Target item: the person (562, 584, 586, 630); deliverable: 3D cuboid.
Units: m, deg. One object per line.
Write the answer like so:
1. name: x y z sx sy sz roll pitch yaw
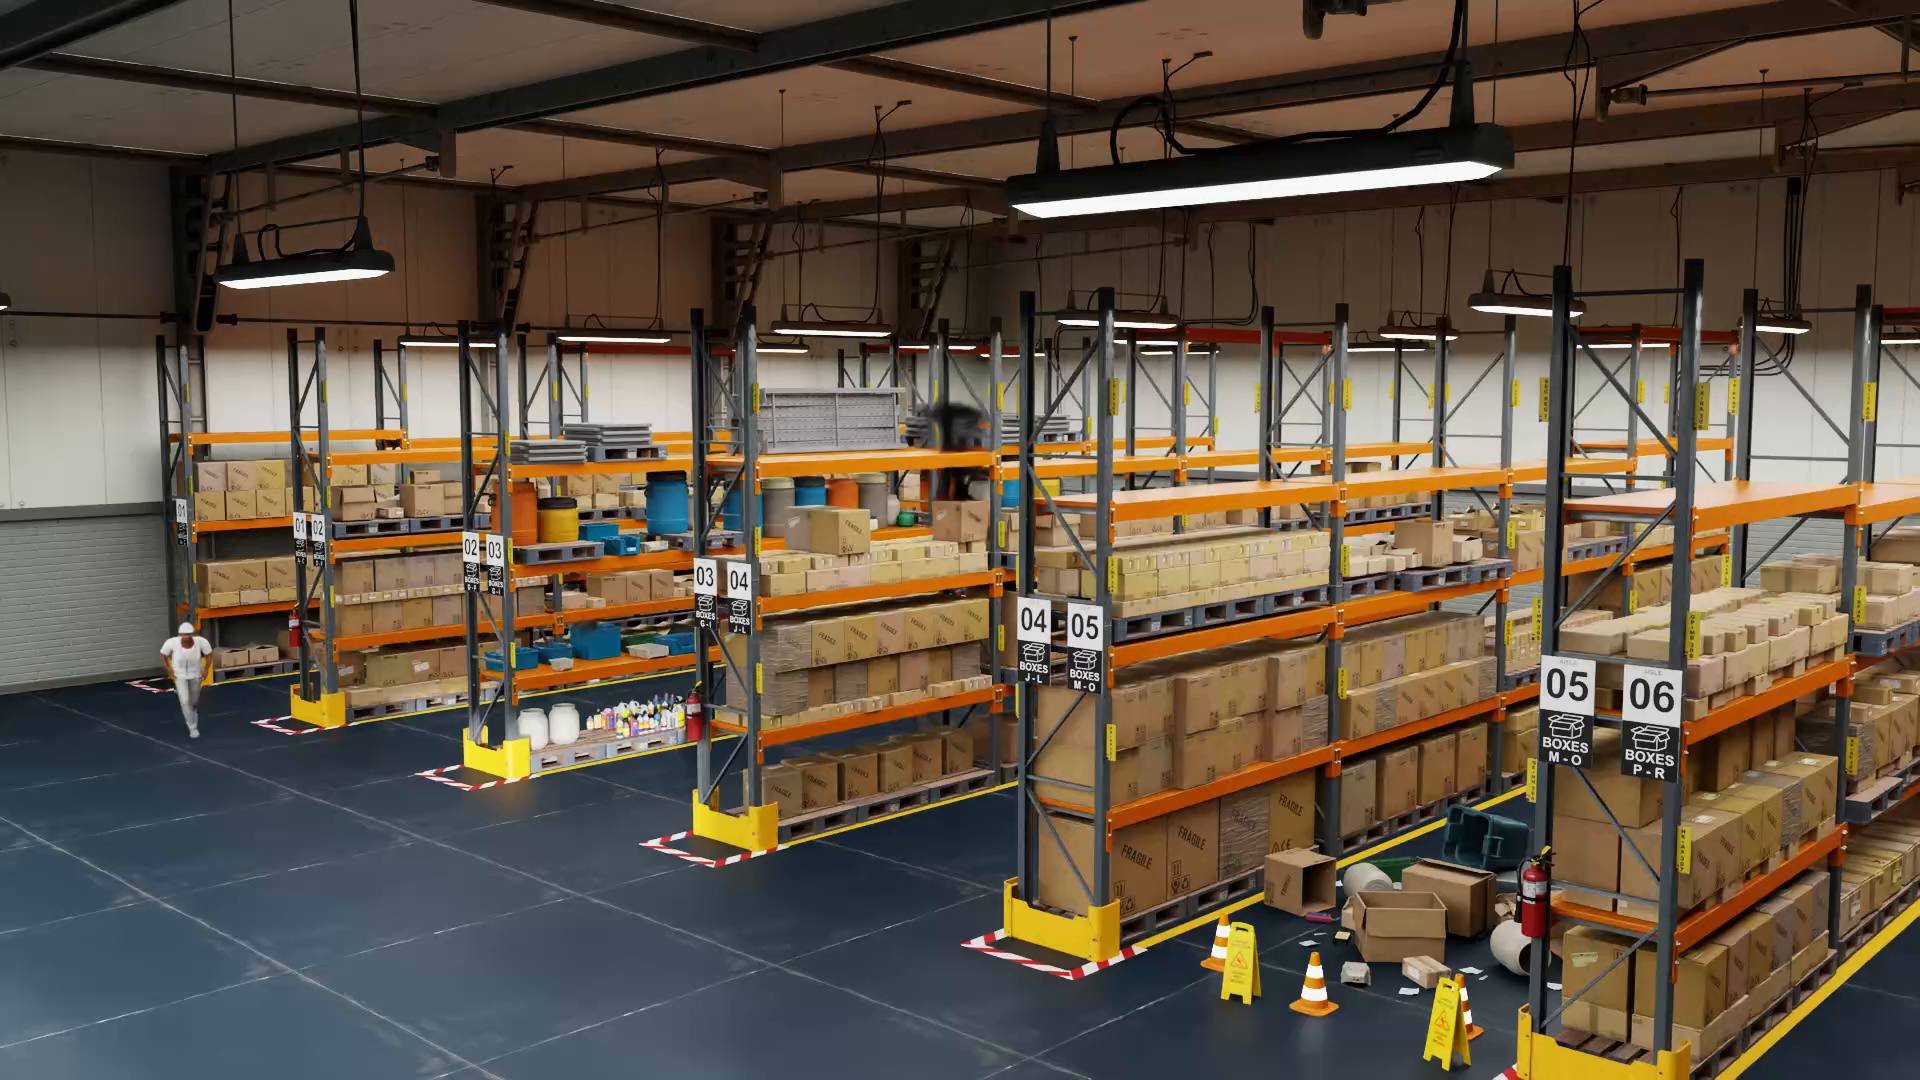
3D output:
1. person: -7.213 1.528 31.019 0.639 1.490 0.816 3 6 25

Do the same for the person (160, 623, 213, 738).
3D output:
1. person: -11.435 2.034 24.608 0.708 1.709 0.975 -2 6 -22

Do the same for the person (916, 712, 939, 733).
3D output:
1. person: -0.485 2.115 23.516 0.565 1.746 0.830 5 7 43
